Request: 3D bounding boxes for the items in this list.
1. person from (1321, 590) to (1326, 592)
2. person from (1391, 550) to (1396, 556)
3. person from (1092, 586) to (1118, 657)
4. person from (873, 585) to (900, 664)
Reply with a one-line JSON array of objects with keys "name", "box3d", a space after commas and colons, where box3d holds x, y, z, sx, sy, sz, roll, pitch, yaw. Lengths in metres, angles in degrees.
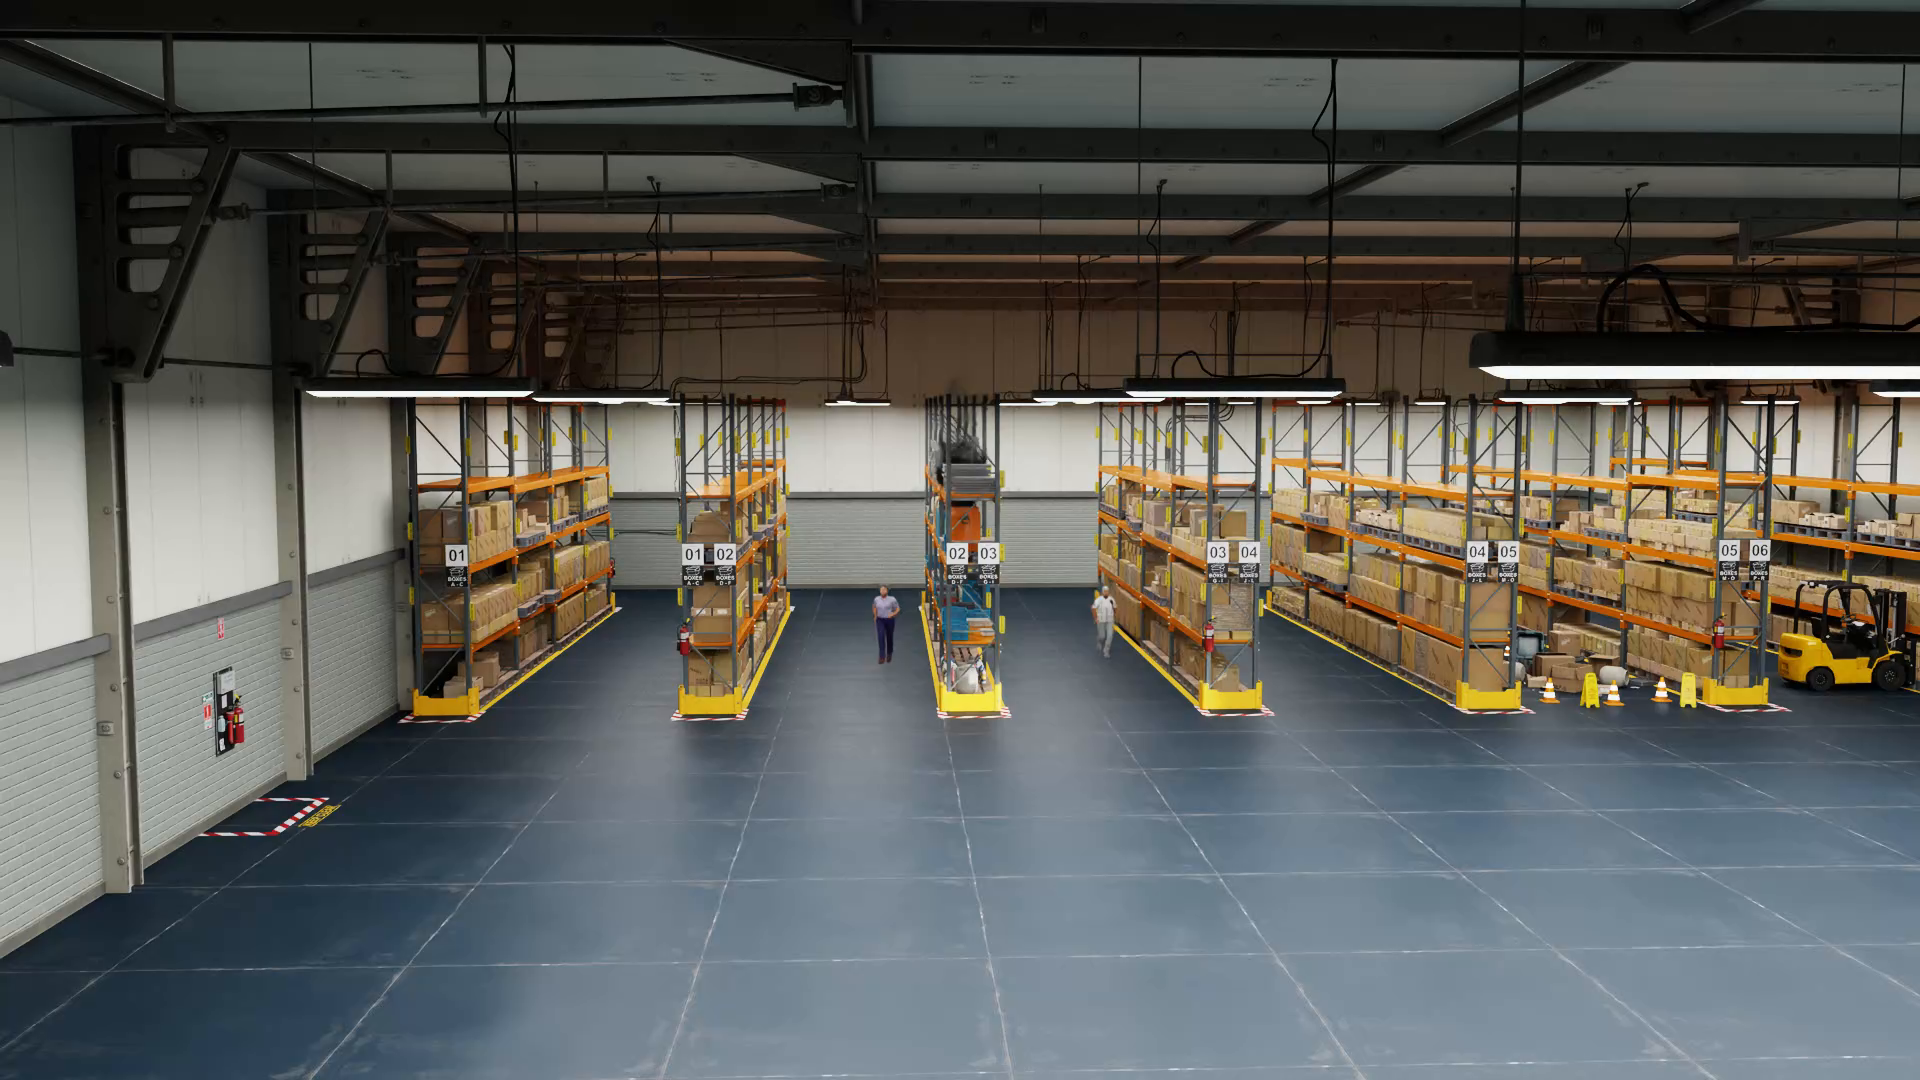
[{"name": "person", "box3d": [10.667, 1.054, 48.301, 0.786, 1.728, 0.556, -2, 5, -24]}, {"name": "person", "box3d": [13.071, 0.921, 50.517, 0.551, 1.659, 0.624, -2, 5, -22]}, {"name": "person", "box3d": [3.368, 1.883, 38.543, 0.614, 1.631, 0.575, 0, 5, -6]}, {"name": "person", "box3d": [-1.582, 1.807, 35.519, 0.599, 1.702, 0.779, 0, 5, 5]}]
